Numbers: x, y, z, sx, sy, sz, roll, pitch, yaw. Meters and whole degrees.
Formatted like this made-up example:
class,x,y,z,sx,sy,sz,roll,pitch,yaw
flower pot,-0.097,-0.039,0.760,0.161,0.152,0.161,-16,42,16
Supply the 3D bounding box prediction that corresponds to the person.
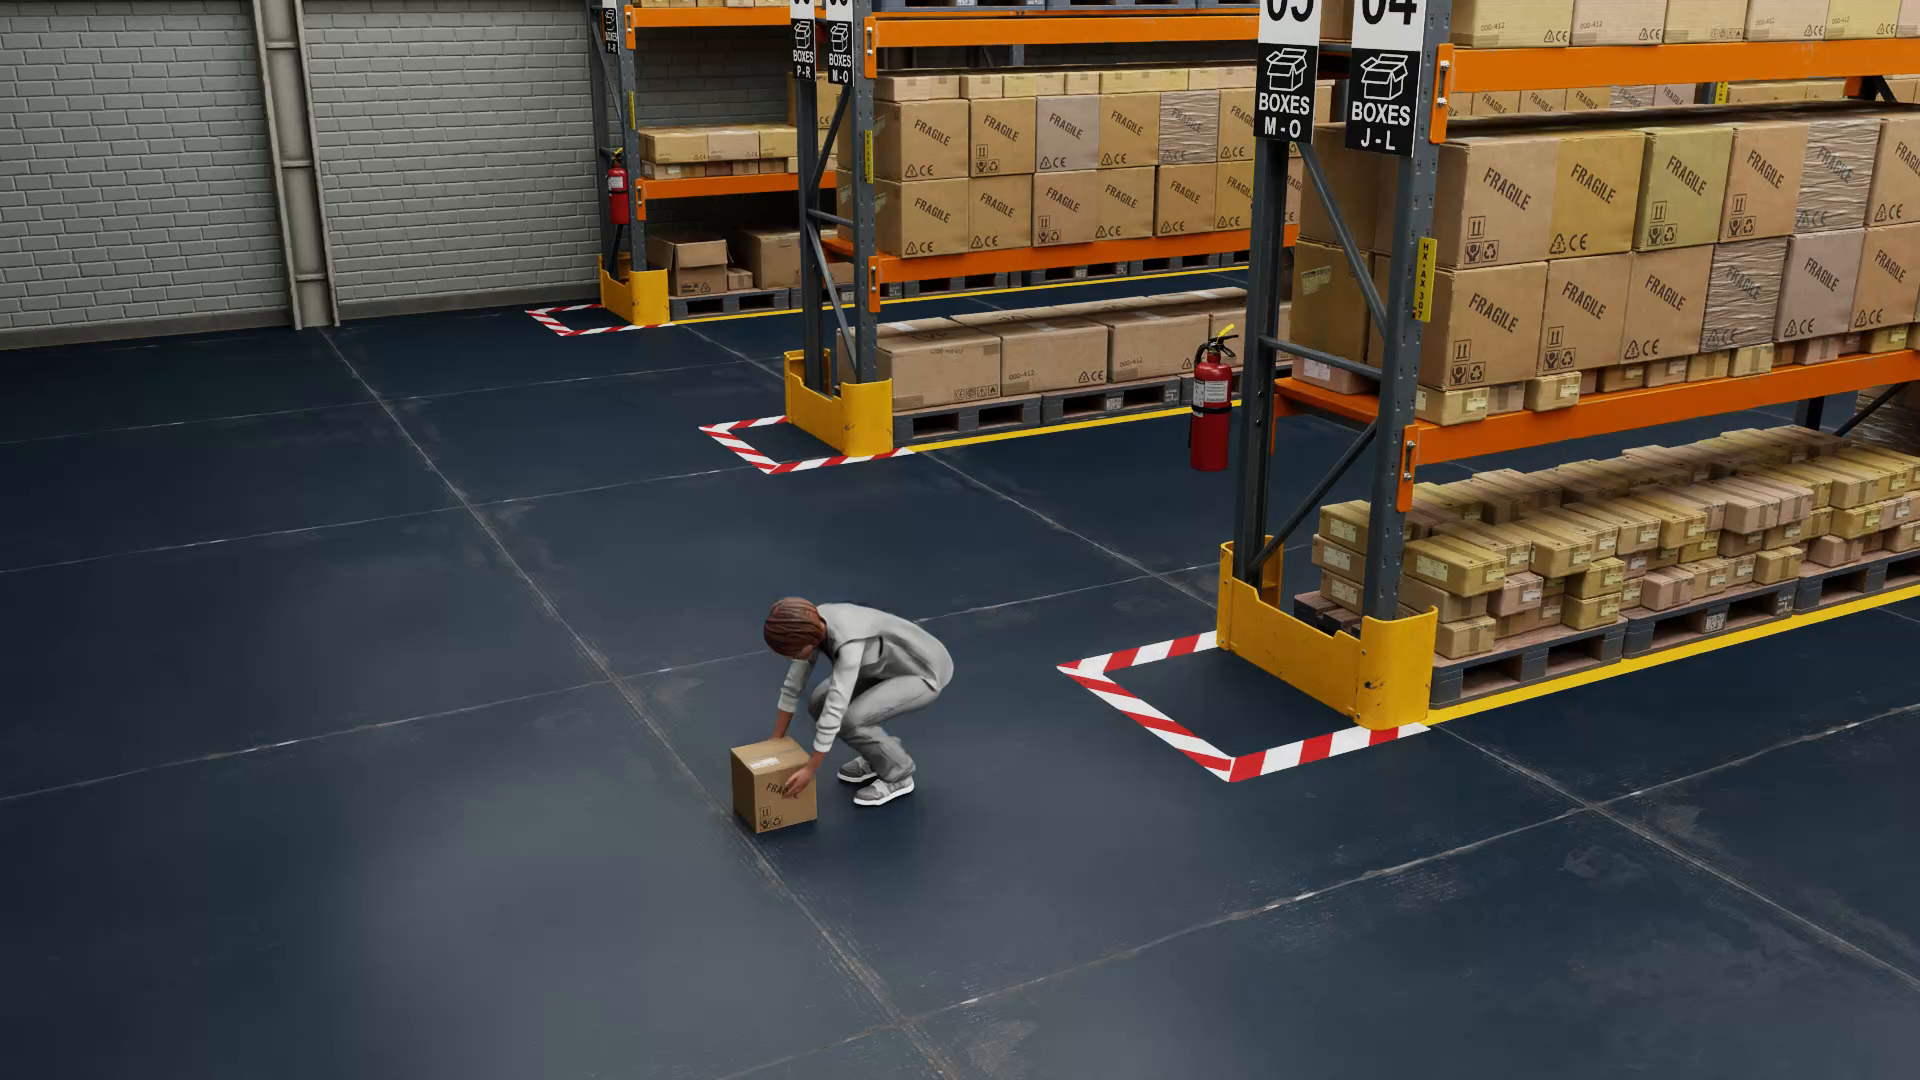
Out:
class,x,y,z,sx,sy,sz,roll,pitch,yaw
person,-0.390,0.589,6.453,0.795,0.886,0.447,-10,21,-27
